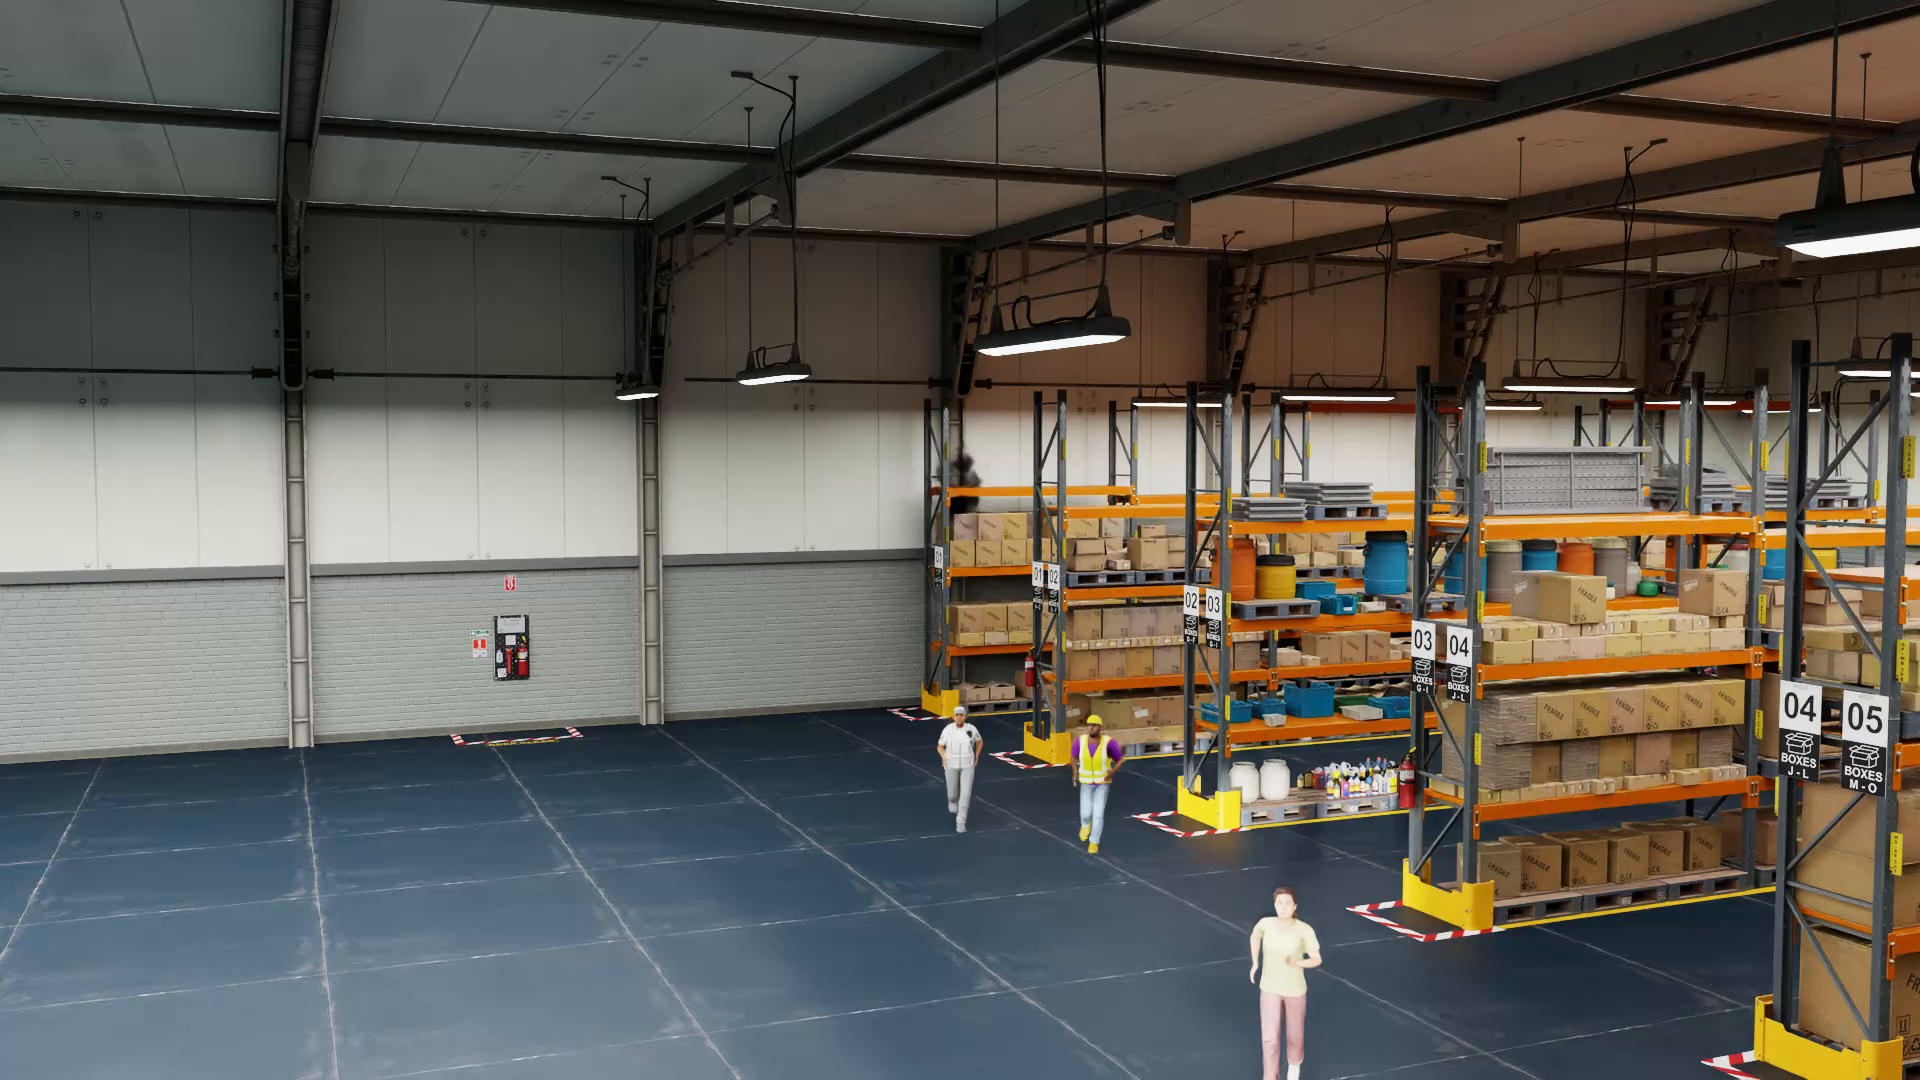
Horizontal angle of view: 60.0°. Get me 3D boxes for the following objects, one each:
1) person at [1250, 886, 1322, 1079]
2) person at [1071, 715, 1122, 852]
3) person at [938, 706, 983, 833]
[{"bbox_3d":[2.534,3.534,12.997,0.569,1.666,0.957,1,3,15],"label":"person"},{"bbox_3d":[1.725,3.065,21.055,0.669,1.732,0.539,1,3,13],"label":"person"},{"bbox_3d":[0.006,3.049,22.346,0.616,1.651,0.752,0,3,-1],"label":"person"}]
